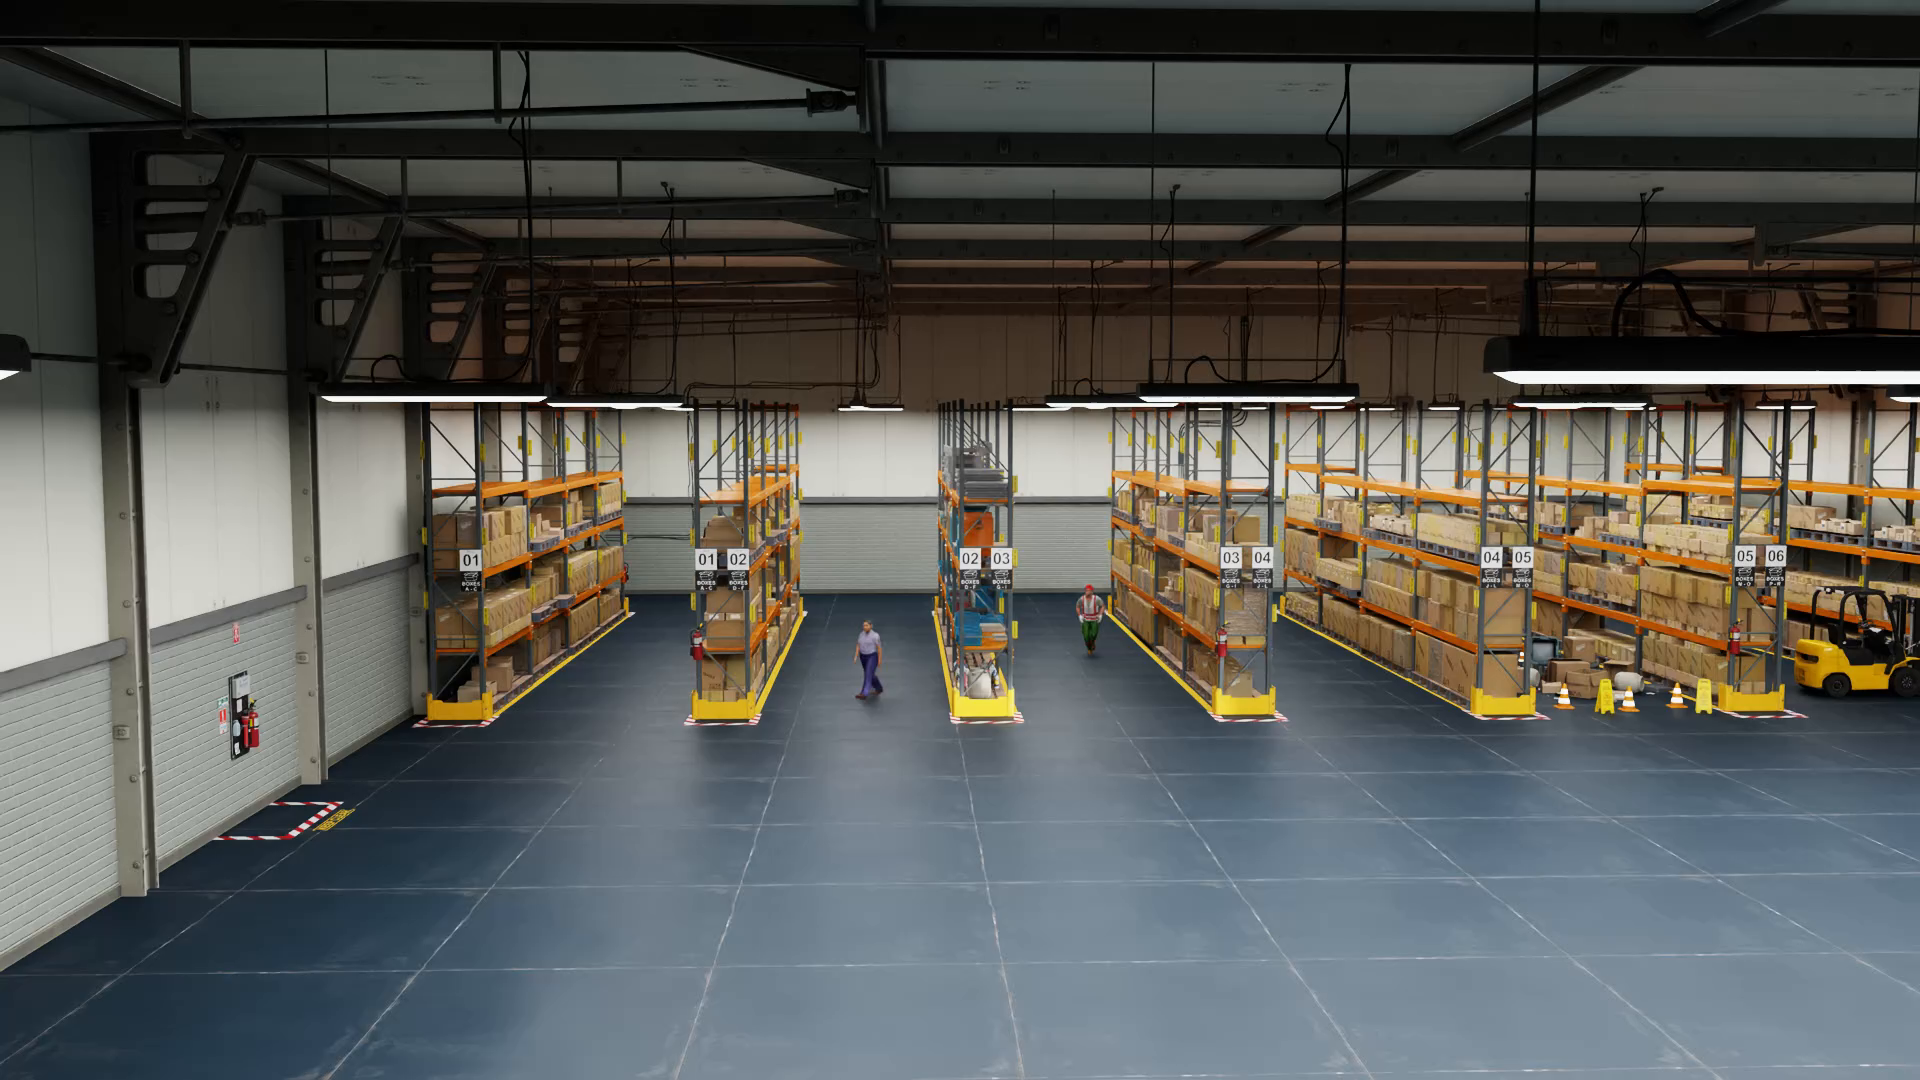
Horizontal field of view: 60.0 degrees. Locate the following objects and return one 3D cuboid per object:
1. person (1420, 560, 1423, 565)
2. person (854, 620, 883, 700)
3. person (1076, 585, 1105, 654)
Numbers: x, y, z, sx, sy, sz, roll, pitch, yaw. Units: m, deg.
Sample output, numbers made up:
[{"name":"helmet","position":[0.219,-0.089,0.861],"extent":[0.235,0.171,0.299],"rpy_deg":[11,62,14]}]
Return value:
[{"name":"person","position":[13.048,1.354,47.118],"extent":[0.459,1.595,0.458],"rpy_deg":[0,4,4]},{"name":"person","position":[-1.844,2.382,33.321],"extent":[0.534,1.571,1.081],"rpy_deg":[4,6,42]},{"name":"person","position":[3.098,1.890,39.448],"extent":[0.698,1.691,0.595],"rpy_deg":[0,4,5]}]
